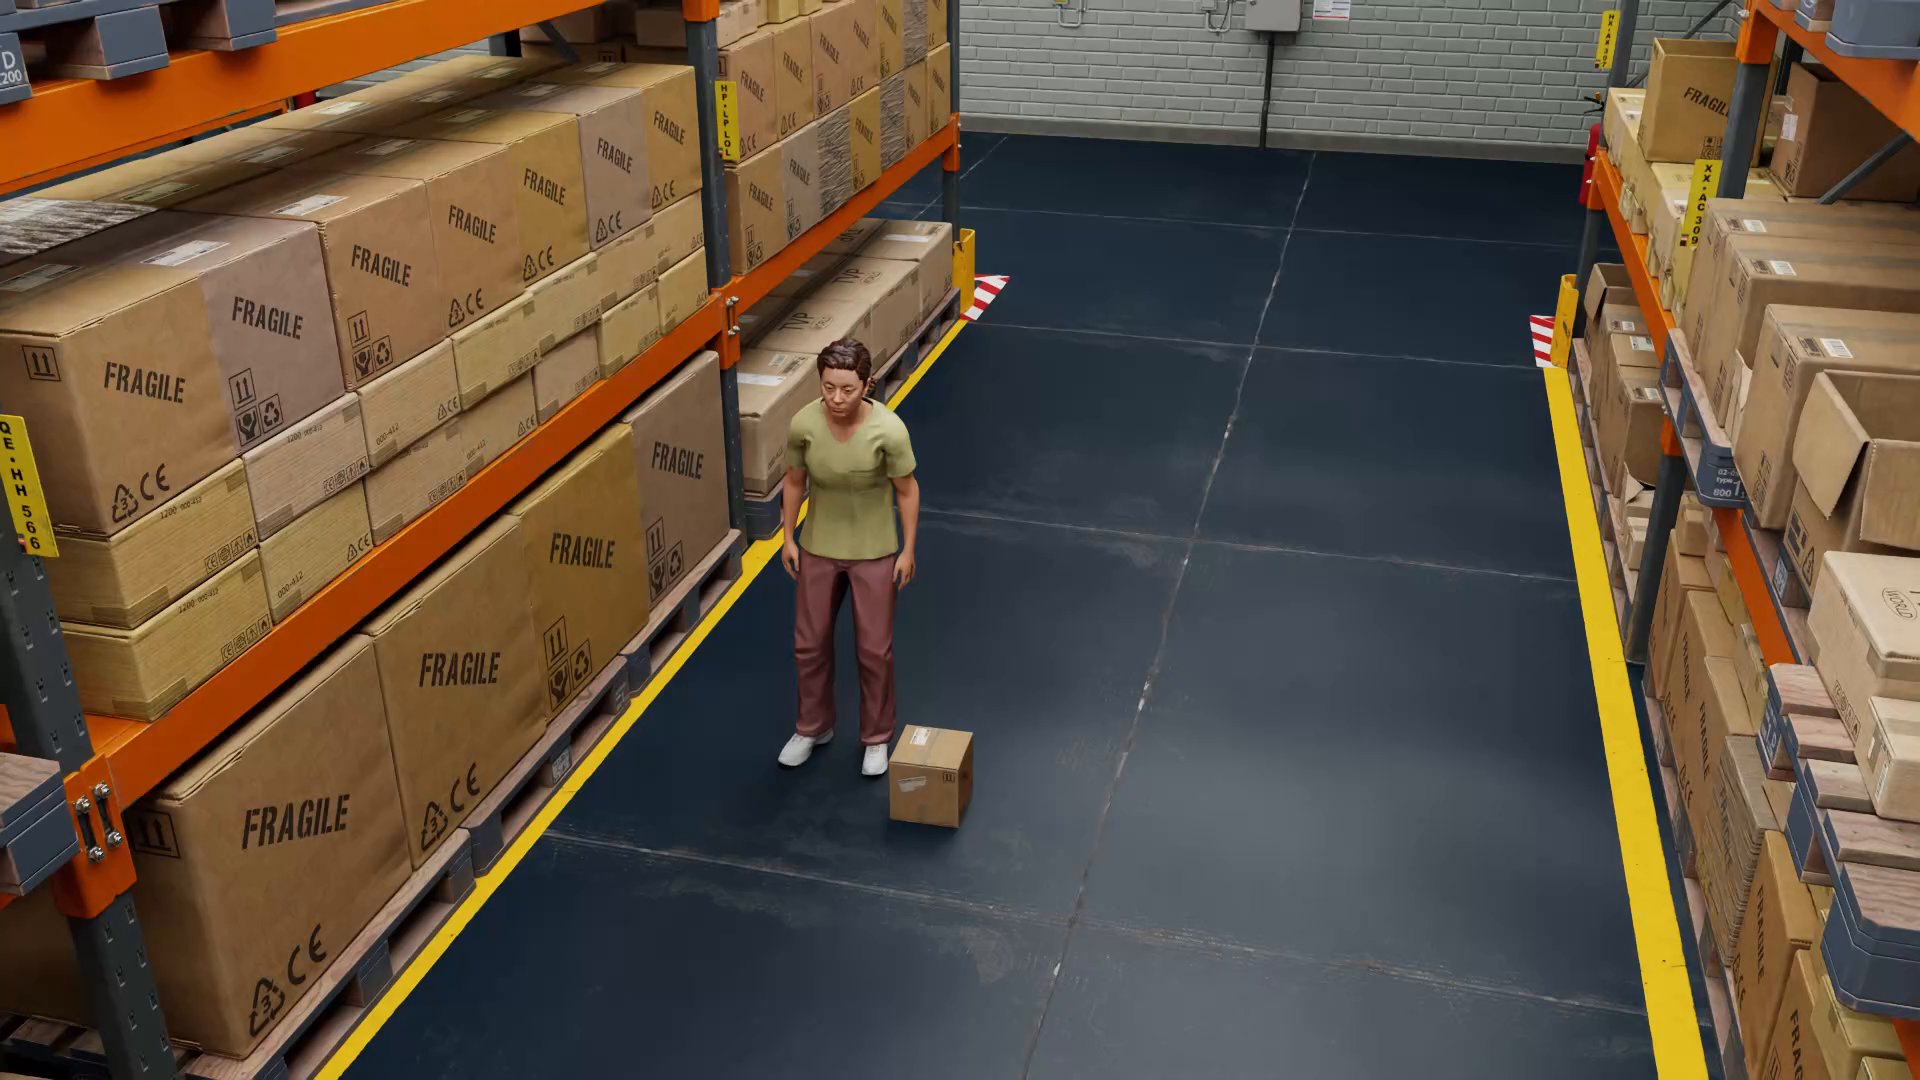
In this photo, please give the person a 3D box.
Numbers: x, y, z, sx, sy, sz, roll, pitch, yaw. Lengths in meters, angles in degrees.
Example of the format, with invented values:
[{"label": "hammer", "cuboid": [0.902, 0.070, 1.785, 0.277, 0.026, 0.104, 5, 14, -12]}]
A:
[{"label": "person", "cuboid": [-0.408, 0.057, 5.992, 0.512, 1.671, 0.358, 5, 26, 10]}]
